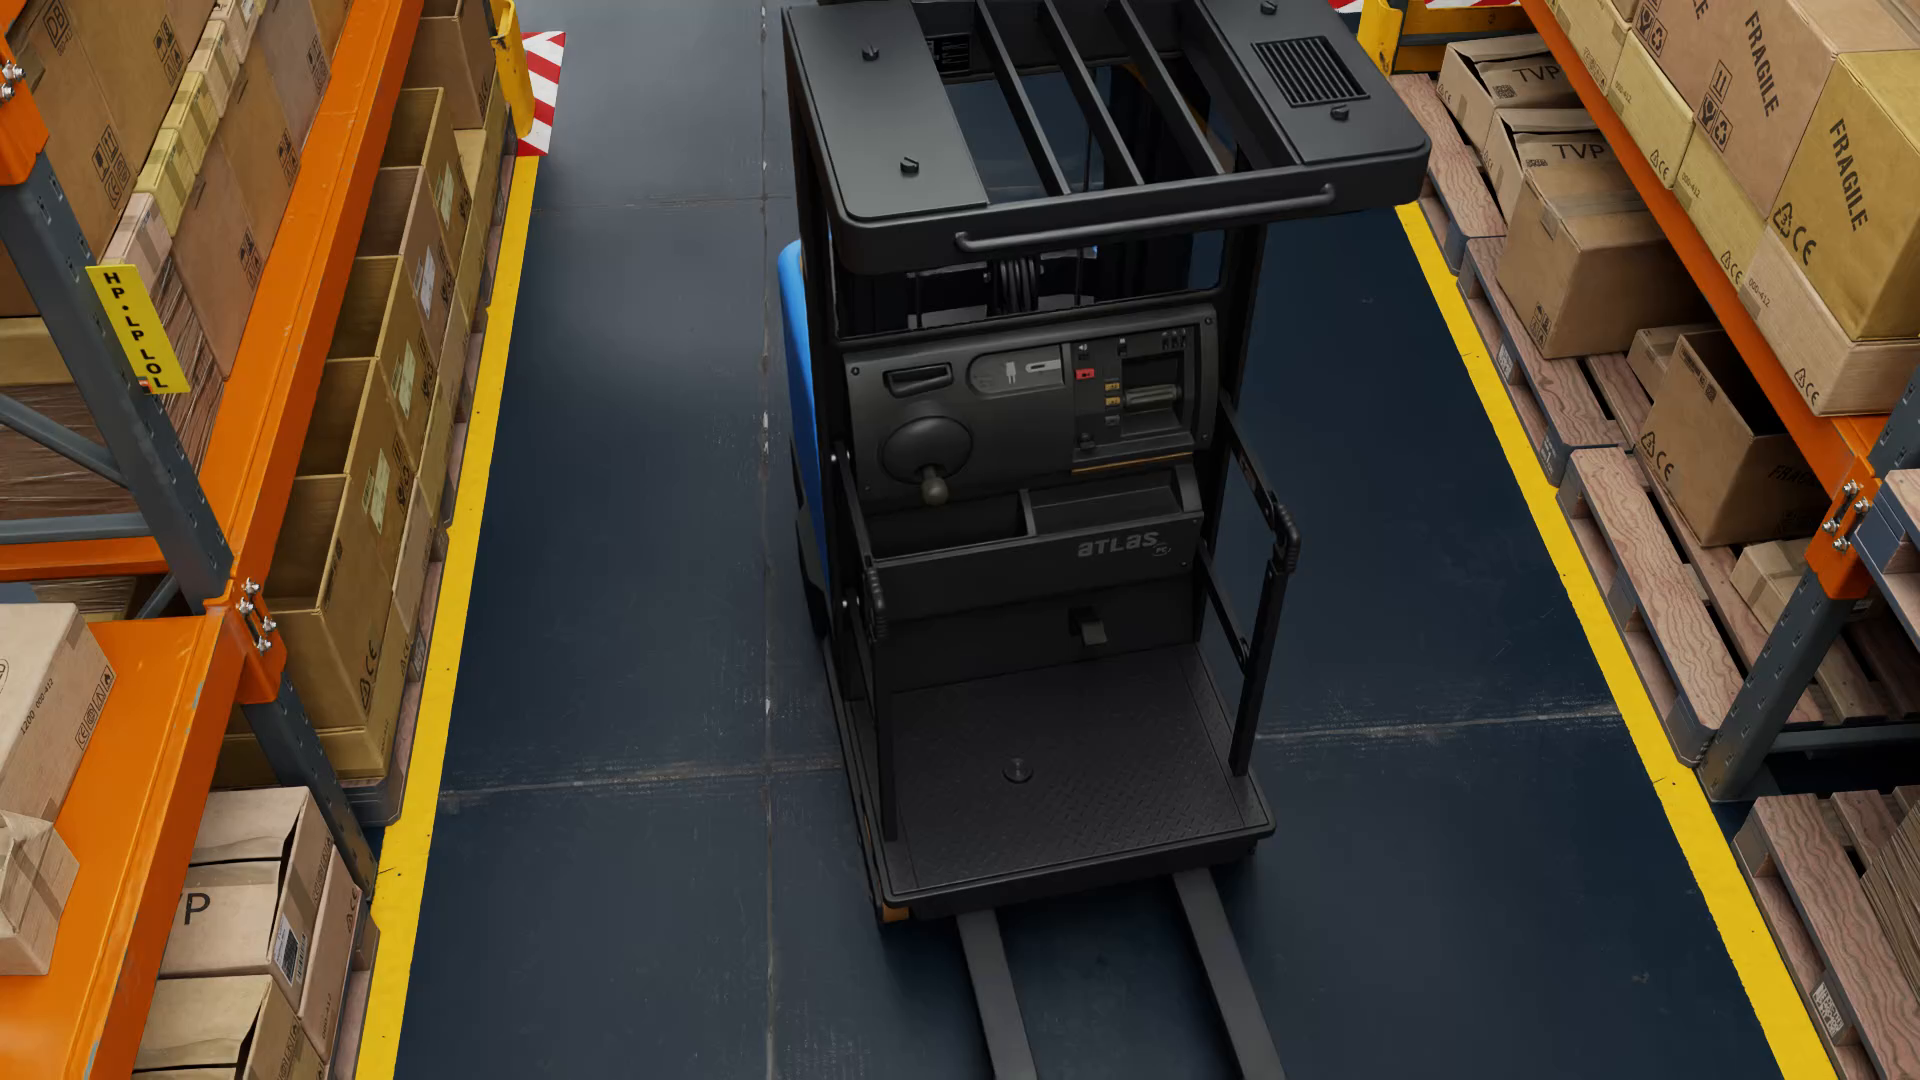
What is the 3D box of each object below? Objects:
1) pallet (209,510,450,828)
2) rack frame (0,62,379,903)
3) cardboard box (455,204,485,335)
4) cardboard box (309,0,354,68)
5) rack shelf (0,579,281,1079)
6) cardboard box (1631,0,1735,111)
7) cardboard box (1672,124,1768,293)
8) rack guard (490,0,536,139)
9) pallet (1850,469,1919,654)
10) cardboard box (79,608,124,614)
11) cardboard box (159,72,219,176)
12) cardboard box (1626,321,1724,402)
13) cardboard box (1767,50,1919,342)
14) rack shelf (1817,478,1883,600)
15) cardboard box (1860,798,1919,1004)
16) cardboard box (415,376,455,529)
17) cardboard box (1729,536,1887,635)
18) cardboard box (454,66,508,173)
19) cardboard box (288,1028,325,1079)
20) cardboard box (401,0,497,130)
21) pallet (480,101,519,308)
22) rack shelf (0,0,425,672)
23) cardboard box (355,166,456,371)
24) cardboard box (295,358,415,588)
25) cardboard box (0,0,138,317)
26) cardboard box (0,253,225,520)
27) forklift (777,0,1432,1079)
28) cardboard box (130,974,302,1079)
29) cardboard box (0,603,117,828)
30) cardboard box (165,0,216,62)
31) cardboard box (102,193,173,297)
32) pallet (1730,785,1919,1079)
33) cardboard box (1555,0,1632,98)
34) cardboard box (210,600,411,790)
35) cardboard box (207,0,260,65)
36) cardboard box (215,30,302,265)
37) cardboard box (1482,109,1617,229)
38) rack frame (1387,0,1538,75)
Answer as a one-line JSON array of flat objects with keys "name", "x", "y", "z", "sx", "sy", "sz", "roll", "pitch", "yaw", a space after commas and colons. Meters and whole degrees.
[{"name": "pallet", "x": -2.214, "y": 0.374, "z": 5.251, "sx": 1.003, "sy": 0.211, "sz": 1.213, "roll": -3, "pitch": 47, "yaw": -3}, {"name": "rack frame", "x": -2.189, "y": -0.007, "z": 3.691, "sx": 1.000, "sy": 3.000, "sz": 0.127, "roll": -3, "pitch": 47, "yaw": -3}, {"name": "cardboard box", "x": -2.087, "y": -1.007, "z": 6.243, "sx": 0.500, "sy": 0.250, "sz": 0.500, "roll": -3, "pitch": 47, "yaw": -3}, {"name": "cardboard box", "x": -2.413, "y": -1.858, "z": 5.375, "sx": 0.700, "sy": 0.500, "sz": 0.500, "roll": -3, "pitch": 47, "yaw": -3}, {"name": "rack shelf", "x": -2.022, "y": 1.687, "z": 2.582, "sx": 1.077, "sy": 0.370, "sz": 4.000, "roll": -3, "pitch": 47, "yaw": -3}, {"name": "cardboard box", "x": 2.320, "y": -1.573, "z": 4.747, "sx": 0.500, "sy": 0.500, "sz": 0.500, "roll": -5, "pitch": 47, "yaw": -4}, {"name": "cardboard box", "x": 2.372, "y": -0.951, "z": 4.675, "sx": 0.500, "sy": 0.250, "sz": 0.500, "roll": -3, "pitch": 47, "yaw": -3}, {"name": "rack guard", "x": -2.526, "y": -2.059, "z": 7.356, "sx": 1.175, "sy": 0.500, "sz": 0.348, "roll": -3, "pitch": 47, "yaw": -3}, {"name": "pallet", "x": 2.666, "y": 0.317, "z": 3.516, "sx": 1.003, "sy": 0.211, "sz": 1.213, "roll": -3, "pitch": 47, "yaw": -3}, {"name": "cardboard box", "x": -2.478, "y": 0.109, "z": 5.185, "sx": 0.500, "sy": 0.250, "sz": 0.500, "roll": -3, "pitch": 47, "yaw": -3}, {"name": "cardboard box", "x": -2.086, "y": -1.029, "z": 4.143, "sx": 0.380, "sy": 0.149, "sz": 0.250, "roll": -4, "pitch": 47, "yaw": -4}, {"name": "cardboard box", "x": 2.633, "y": -0.640, "z": 5.951, "sx": 0.380, "sy": 0.149, "sz": 0.250, "roll": -7, "pitch": 47, "yaw": -6}, {"name": "cardboard box", "x": 2.399, "y": -0.847, "z": 4.060, "sx": 0.500, "sy": 0.500, "sz": 0.500, "roll": -4, "pitch": 47, "yaw": -3}, {"name": "rack shelf", "x": 2.914, "y": 1.383, "z": 2.869, "sx": 1.077, "sy": 0.370, "sz": 4.000, "roll": -3, "pitch": 47, "yaw": -3}, {"name": "cardboard box", "x": 2.825, "y": 0.929, "z": 4.223, "sx": 0.700, "sy": 0.500, "sz": 0.500, "roll": -2, "pitch": 47, "yaw": -2}, {"name": "cardboard box", "x": -1.999, "y": -0.284, "z": 5.558, "sx": 0.500, "sy": 0.250, "sz": 0.500, "roll": -3, "pitch": 47, "yaw": -3}, {"name": "cardboard box", "x": 2.672, "y": 0.127, "z": 5.212, "sx": 0.380, "sy": 0.166, "sz": 0.250, "roll": -9, "pitch": 47, "yaw": -8}, {"name": "cardboard box", "x": -2.184, "y": -1.730, "z": 6.927, "sx": 0.500, "sy": 0.250, "sz": 0.500, "roll": -3, "pitch": 47, "yaw": -3}, {"name": "cardboard box", "x": -1.825, "y": 1.442, "z": 3.922, "sx": 0.500, "sy": 0.250, "sz": 0.500, "roll": -4, "pitch": 47, "yaw": -4}, {"name": "cardboard box", "x": -2.182, "y": -1.988, "z": 6.655, "sx": 0.500, "sy": 0.500, "sz": 0.500, "roll": -3, "pitch": 47, "yaw": -3}, {"name": "pallet", "x": -2.418, "y": -1.392, "z": 6.922, "sx": 1.003, "sy": 0.211, "sz": 1.213, "roll": -3, "pitch": 47, "yaw": -3}, {"name": "rack shelf", "x": -2.356, "y": -1.207, "z": 5.322, "sx": 1.077, "sy": 0.370, "sz": 4.000, "roll": -3, "pitch": 47, "yaw": -3}, {"name": "cardboard box", "x": -2.043, "y": -0.904, "z": 5.628, "sx": 0.500, "sy": 0.500, "sz": 0.500, "roll": -3, "pitch": 47, "yaw": -3}, {"name": "cardboard box", "x": -1.965, "y": -0.180, "z": 4.942, "sx": 0.500, "sy": 0.500, "sz": 0.500, "roll": -3, "pitch": 47, "yaw": -3}, {"name": "cardboard box", "x": -2.232, "y": -0.808, "z": 3.487, "sx": 0.700, "sy": 0.500, "sz": 0.500, "roll": -3, "pitch": 47, "yaw": -3}, {"name": "cardboard box", "x": -2.232, "y": -0.362, "z": 3.958, "sx": 0.700, "sy": 0.500, "sz": 0.500, "roll": -5, "pitch": 47, "yaw": -4}, {"name": "forklift", "x": 0.234, "y": -0.232, "z": 3.951, "sx": 1.130, "sy": 2.935, "sz": 3.031, "roll": -9, "pitch": 47, "yaw": -8}, {"name": "cardboard box", "x": -1.820, "y": 1.253, "z": 3.716, "sx": 0.500, "sy": 0.311, "sz": 0.500, "roll": -2, "pitch": 47, "yaw": -2}, {"name": "cardboard box", "x": -2.104, "y": 0.398, "z": 3.410, "sx": 0.500, "sy": 0.250, "sz": 0.500, "roll": -1, "pitch": 47, "yaw": -1}, {"name": "cardboard box", "x": -2.317, "y": -1.536, "z": 4.177, "sx": 0.700, "sy": 0.500, "sz": 0.500, "roll": -4, "pitch": 47, "yaw": -3}, {"name": "cardboard box", "x": -2.040, "y": -0.652, "z": 3.786, "sx": 0.380, "sy": 0.149, "sz": 0.250, "roll": -3, "pitch": 47, "yaw": -3}, {"name": "pallet", "x": 2.814, "y": 1.211, "z": 4.458, "sx": 1.003, "sy": 0.211, "sz": 1.213, "roll": -3, "pitch": 47, "yaw": -3}, {"name": "cardboard box", "x": 2.271, "y": -1.678, "z": 5.363, "sx": 0.500, "sy": 0.250, "sz": 0.500, "roll": -3, "pitch": 47, "yaw": -3}, {"name": "cardboard box", "x": -1.926, "y": 0.440, "z": 4.872, "sx": 0.500, "sy": 0.250, "sz": 0.500, "roll": -3, "pitch": 47, "yaw": -3}, {"name": "cardboard box", "x": -2.130, "y": -1.403, "z": 4.497, "sx": 0.380, "sy": 0.149, "sz": 0.250, "roll": -5, "pitch": 47, "yaw": -4}, {"name": "cardboard box", "x": -2.321, "y": -1.107, "z": 4.663, "sx": 0.700, "sy": 0.500, "sz": 0.500, "roll": -3, "pitch": 47, "yaw": -3}, {"name": "cardboard box", "x": 2.428, "y": -1.513, "z": 6.666, "sx": 0.500, "sy": 0.311, "sz": 0.500, "roll": 0, "pitch": 47, "yaw": 0}, {"name": "rack frame", "x": 2.412, "y": -3.205, "z": 6.719, "sx": 1.000, "sy": 3.000, "sz": 0.127, "roll": -3, "pitch": 47, "yaw": -3}]
